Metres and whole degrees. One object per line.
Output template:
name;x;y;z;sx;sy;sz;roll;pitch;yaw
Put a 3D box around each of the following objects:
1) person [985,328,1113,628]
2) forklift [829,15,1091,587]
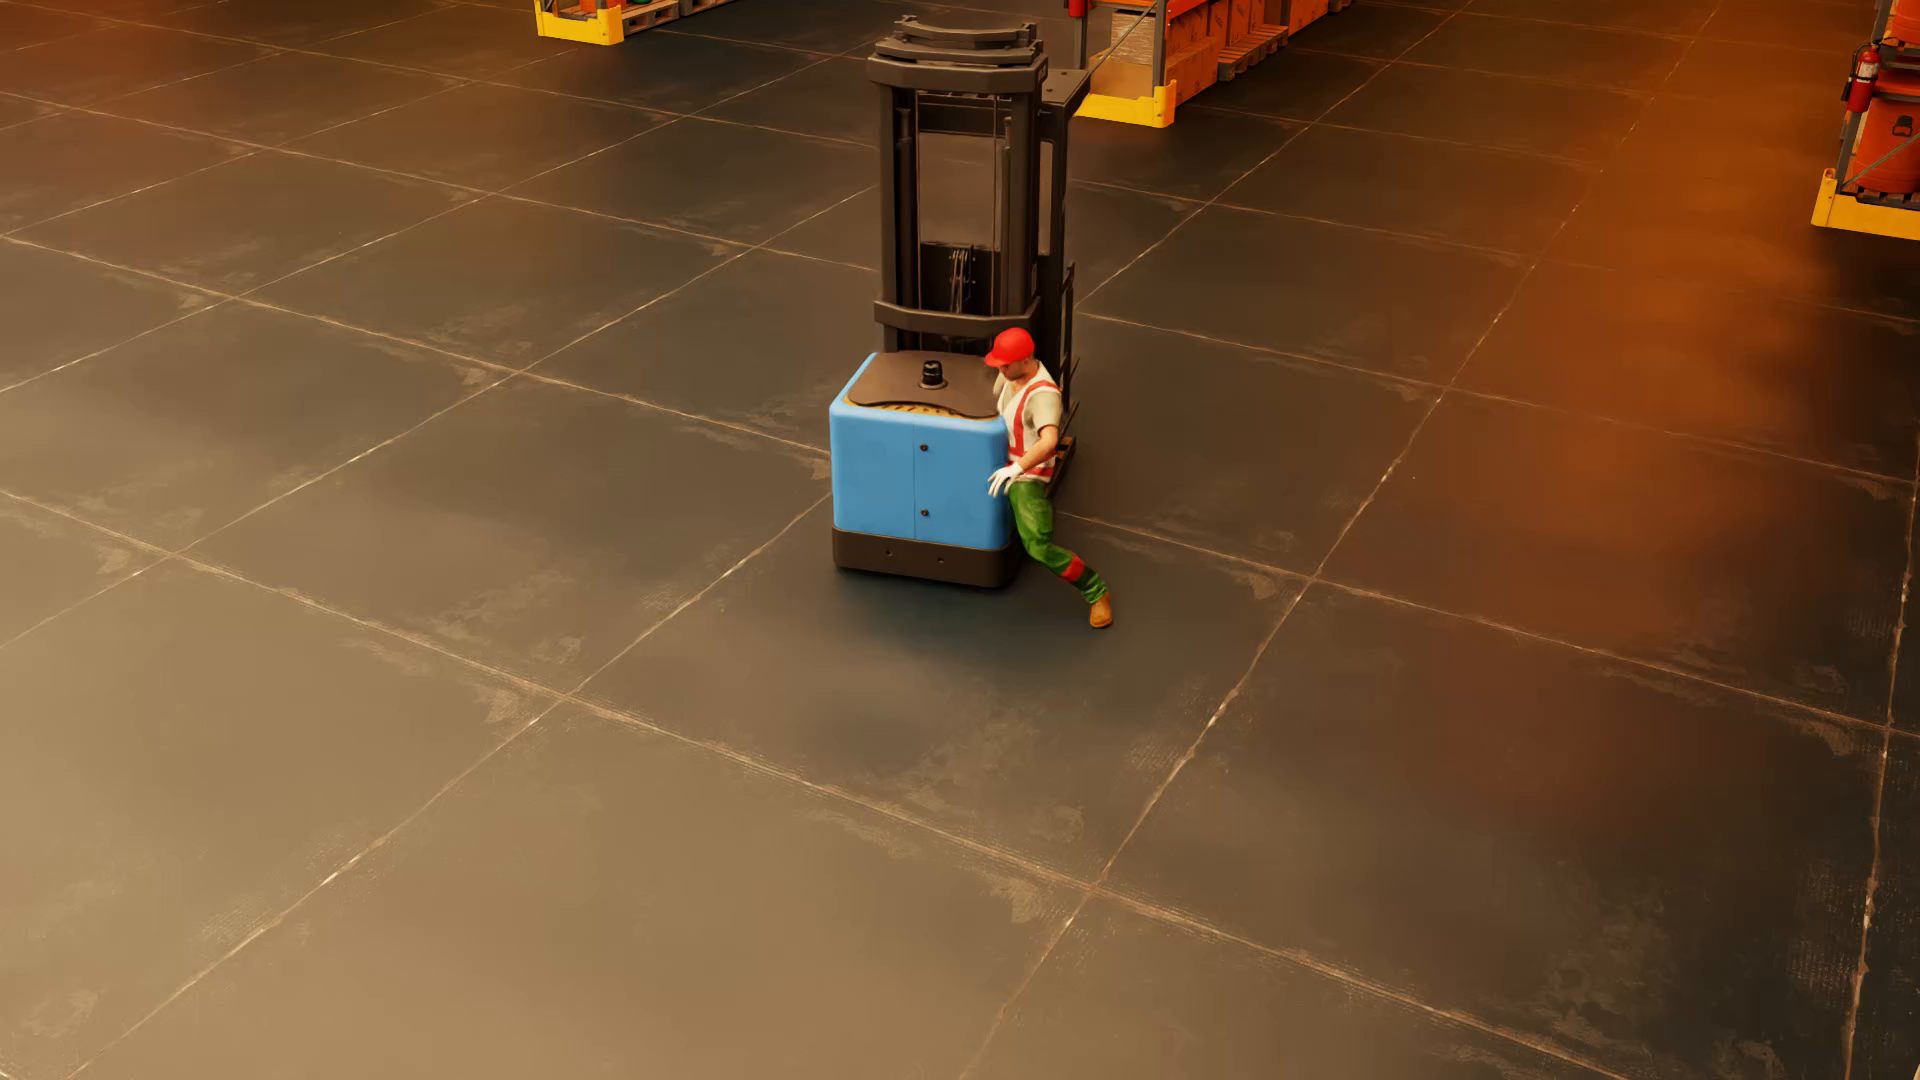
person;0.242;-0.388;9.103;1.004;1.591;1.158;-12;32;-19
forklift;0.136;-1.726;10.061;1.130;2.935;3.031;8;31;13
